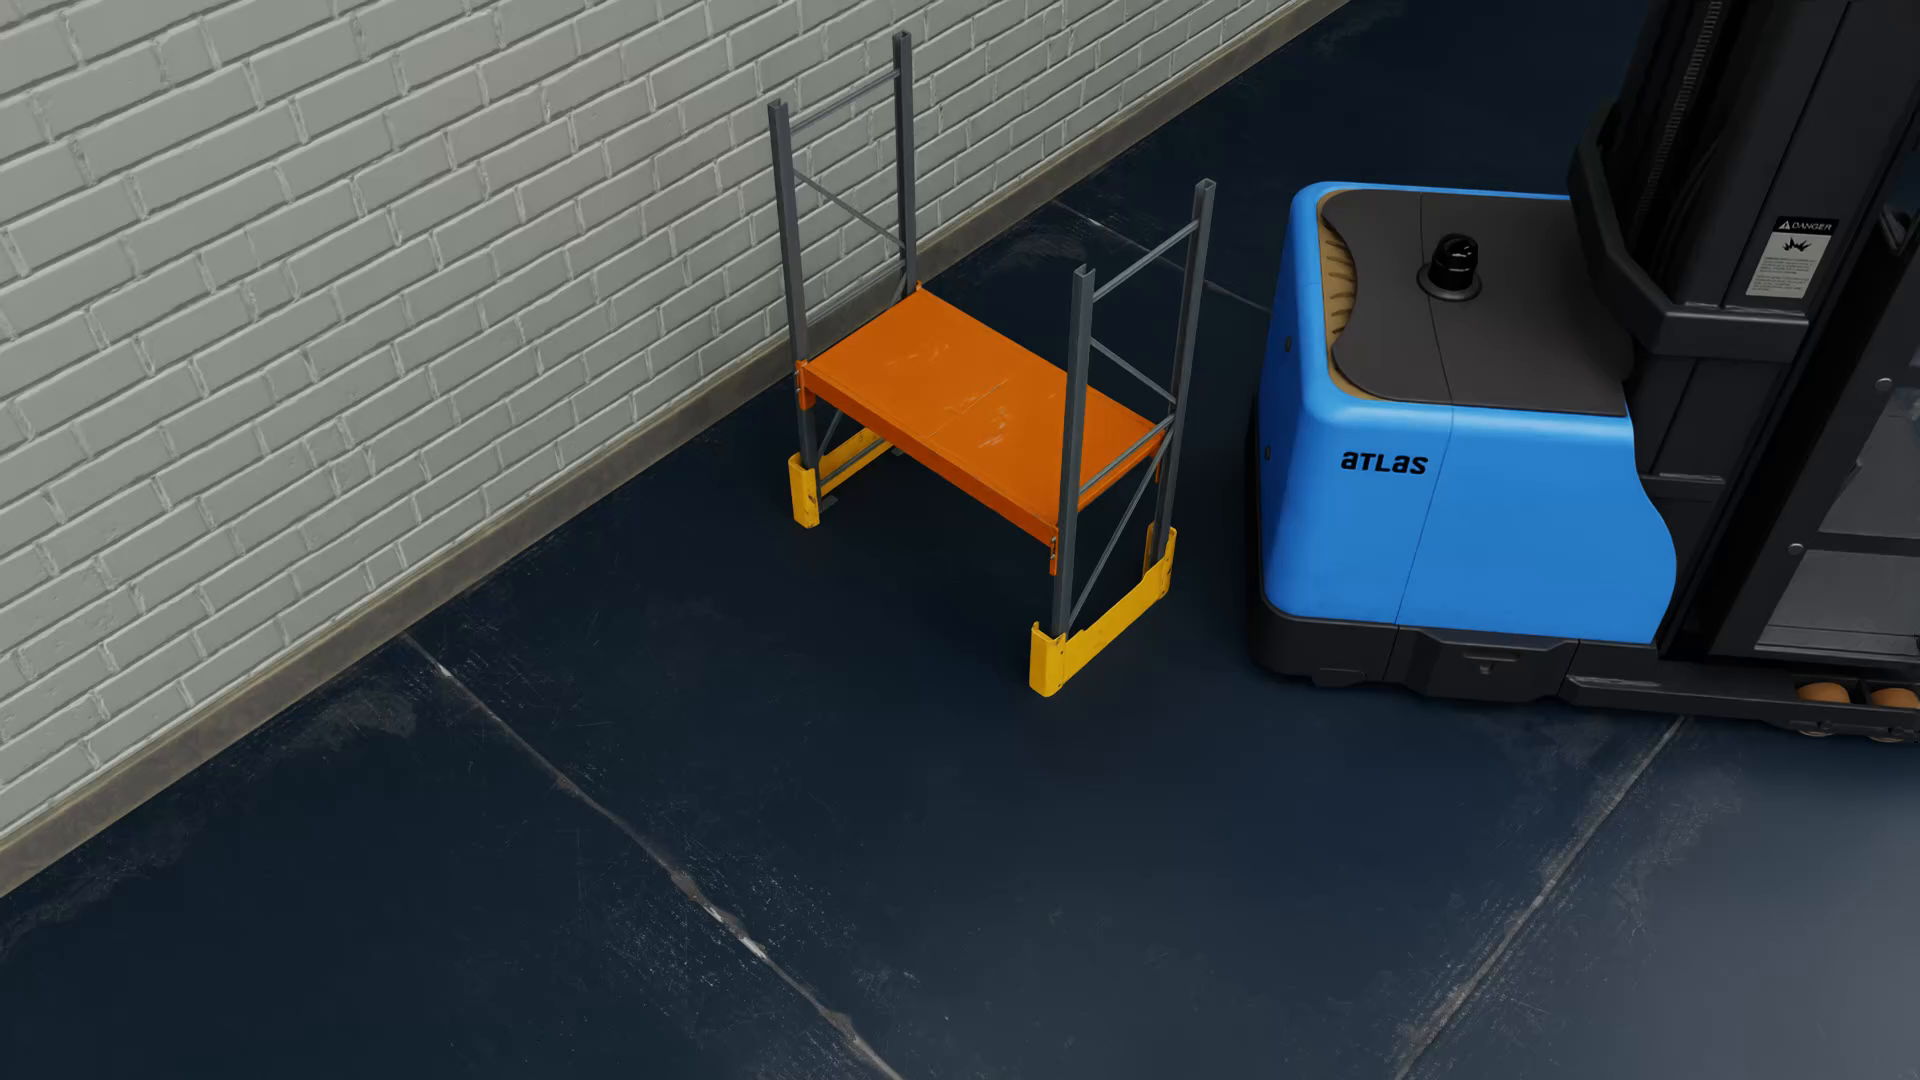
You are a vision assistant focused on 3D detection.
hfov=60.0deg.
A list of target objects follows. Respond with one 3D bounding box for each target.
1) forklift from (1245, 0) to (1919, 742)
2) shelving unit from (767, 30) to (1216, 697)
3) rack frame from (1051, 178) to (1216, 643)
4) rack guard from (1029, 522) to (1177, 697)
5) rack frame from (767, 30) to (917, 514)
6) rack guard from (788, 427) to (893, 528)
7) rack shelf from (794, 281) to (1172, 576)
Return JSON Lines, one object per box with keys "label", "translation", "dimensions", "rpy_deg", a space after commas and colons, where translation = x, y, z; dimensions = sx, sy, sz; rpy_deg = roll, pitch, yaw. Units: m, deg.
{"label": "forklift", "translation": [2.395, -0.841, 4.029], "dimensions": [3.031, 2.935, 1.130], "rpy_deg": [4, 47, 4]}
{"label": "shelving unit", "translation": [0.056, -0.476, 4.668], "dimensions": [1.083, 1.500, 0.587], "rpy_deg": [34, 55, 28]}
{"label": "rack frame", "translation": [0.436, -0.220, 4.428], "dimensions": [0.032, 1.500, 0.500], "rpy_deg": [34, 55, 28]}
{"label": "rack guard", "translation": [0.422, 0.198, 4.892], "dimensions": [0.087, 0.250, 0.587], "rpy_deg": [34, 55, 28]}
{"label": "rack frame", "translation": [-0.311, -0.723, 4.900], "dimensions": [0.032, 1.500, 0.500], "rpy_deg": [34, 55, 28]}
{"label": "rack guard", "translation": [-0.310, -0.294, 5.355], "dimensions": [0.087, 0.250, 0.587], "rpy_deg": [34, 55, 28]}
{"label": "rack shelf", "translation": [0.063, -0.348, 4.795], "dimensions": [1.000, 0.185, 0.538], "rpy_deg": [34, 55, 28]}
